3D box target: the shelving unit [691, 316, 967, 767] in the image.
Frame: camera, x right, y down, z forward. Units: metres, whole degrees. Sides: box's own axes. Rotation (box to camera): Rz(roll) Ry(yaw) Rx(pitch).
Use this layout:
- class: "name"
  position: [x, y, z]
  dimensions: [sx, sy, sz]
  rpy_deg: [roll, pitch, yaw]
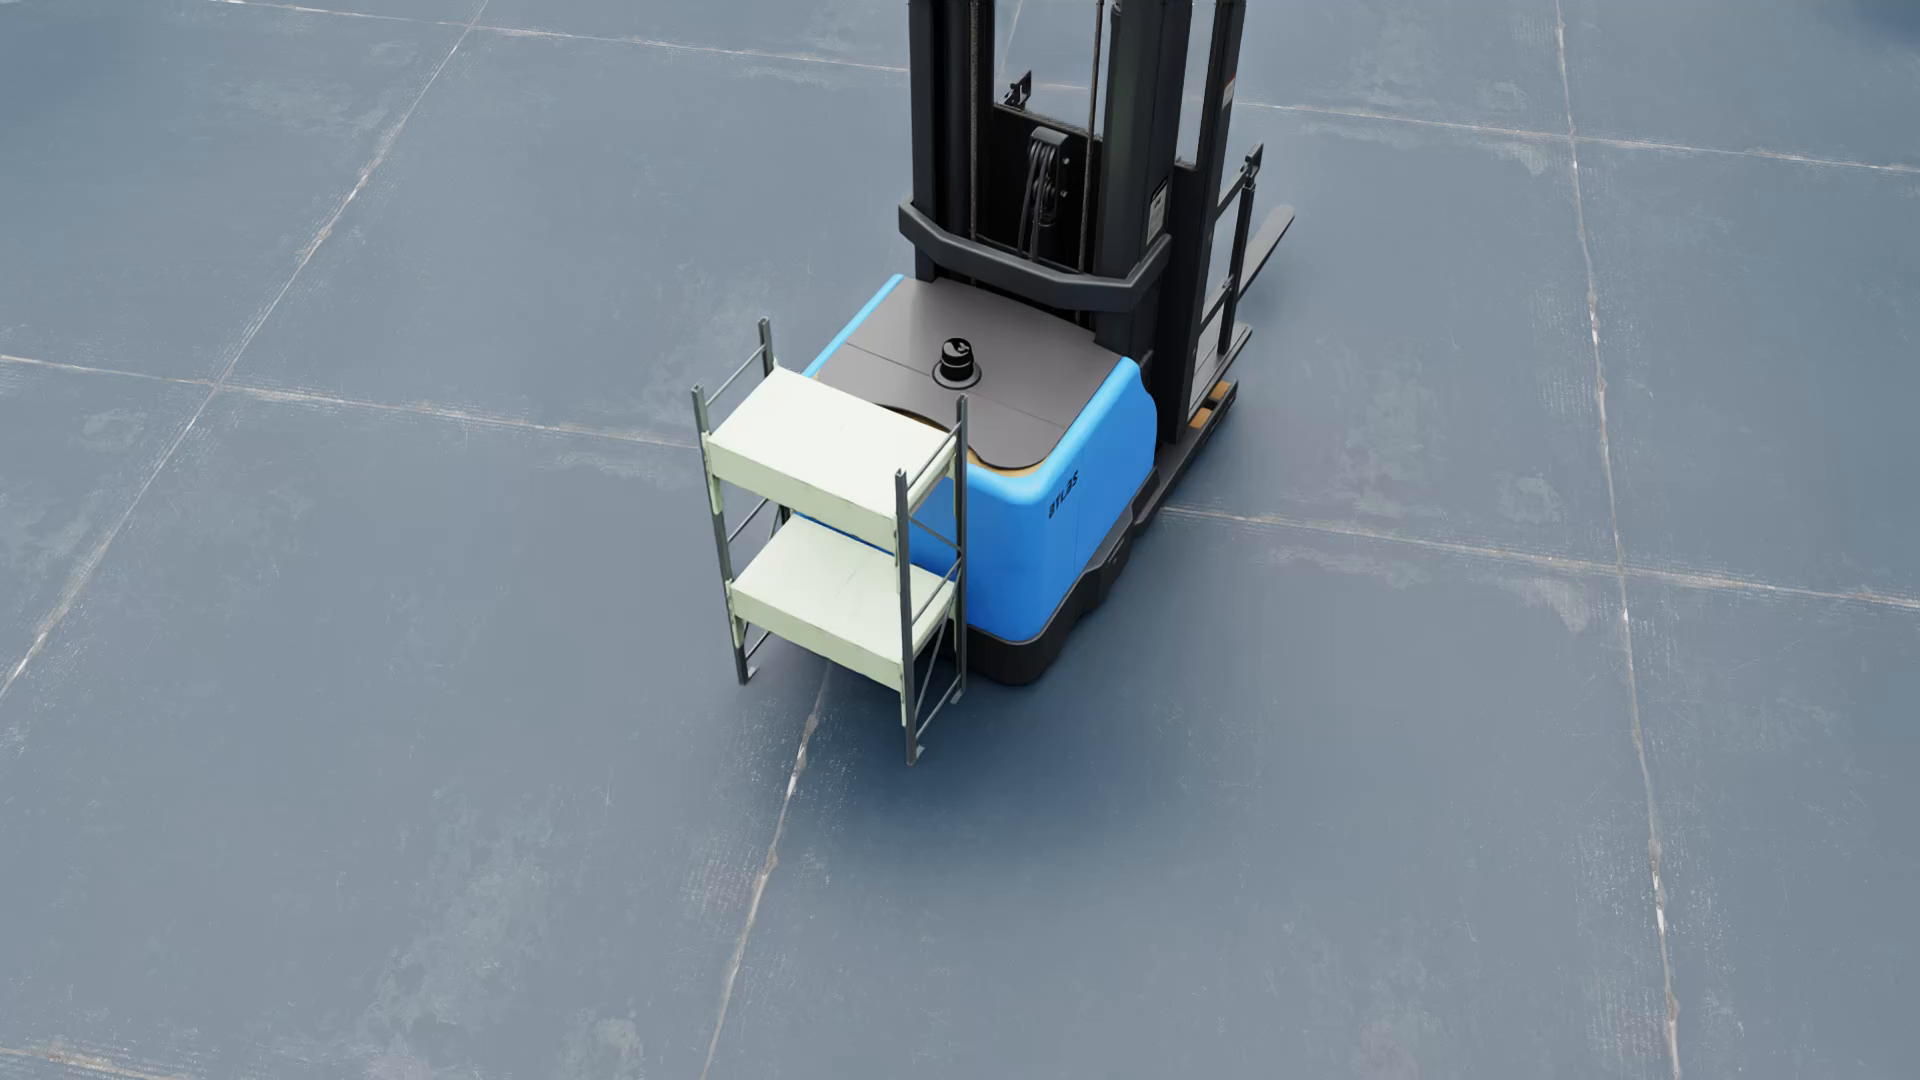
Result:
- class: "shelving unit"
  position: [-0.403, 0.048, 5.671]
  dimensions: [0.755, 1.500, 0.431]
  rpy_deg: [23, 52, 19]

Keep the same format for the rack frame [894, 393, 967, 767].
- class: "rack frame"
  position: [-0.084, 0.182, 5.550]
  dimensions: [0.023, 1.500, 0.400]
  rpy_deg: [23, 52, 19]

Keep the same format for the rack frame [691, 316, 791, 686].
- class: "rack frame"
  position: [-0.721, -0.087, 5.792]
  dimensions: [0.023, 1.500, 0.400]
  rpy_deg: [23, 52, 19]

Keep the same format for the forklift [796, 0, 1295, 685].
- class: "forklift"
  position: [0.540, -1.539, 6.134]
  dimensions: [1.130, 2.935, 3.031]
  rpy_deg: [23, 52, 19]

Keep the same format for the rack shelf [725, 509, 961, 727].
- class: "rack shelf"
  position: [-0.403, 0.265, 5.913]
  dimensions: [0.720, 0.370, 0.431]
  rpy_deg: [23, 52, 19]

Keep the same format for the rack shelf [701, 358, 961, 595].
- class: "rack shelf"
  position: [-0.403, -0.213, 5.380]
  dimensions: [0.720, 0.370, 0.431]
  rpy_deg: [23, 52, 19]
